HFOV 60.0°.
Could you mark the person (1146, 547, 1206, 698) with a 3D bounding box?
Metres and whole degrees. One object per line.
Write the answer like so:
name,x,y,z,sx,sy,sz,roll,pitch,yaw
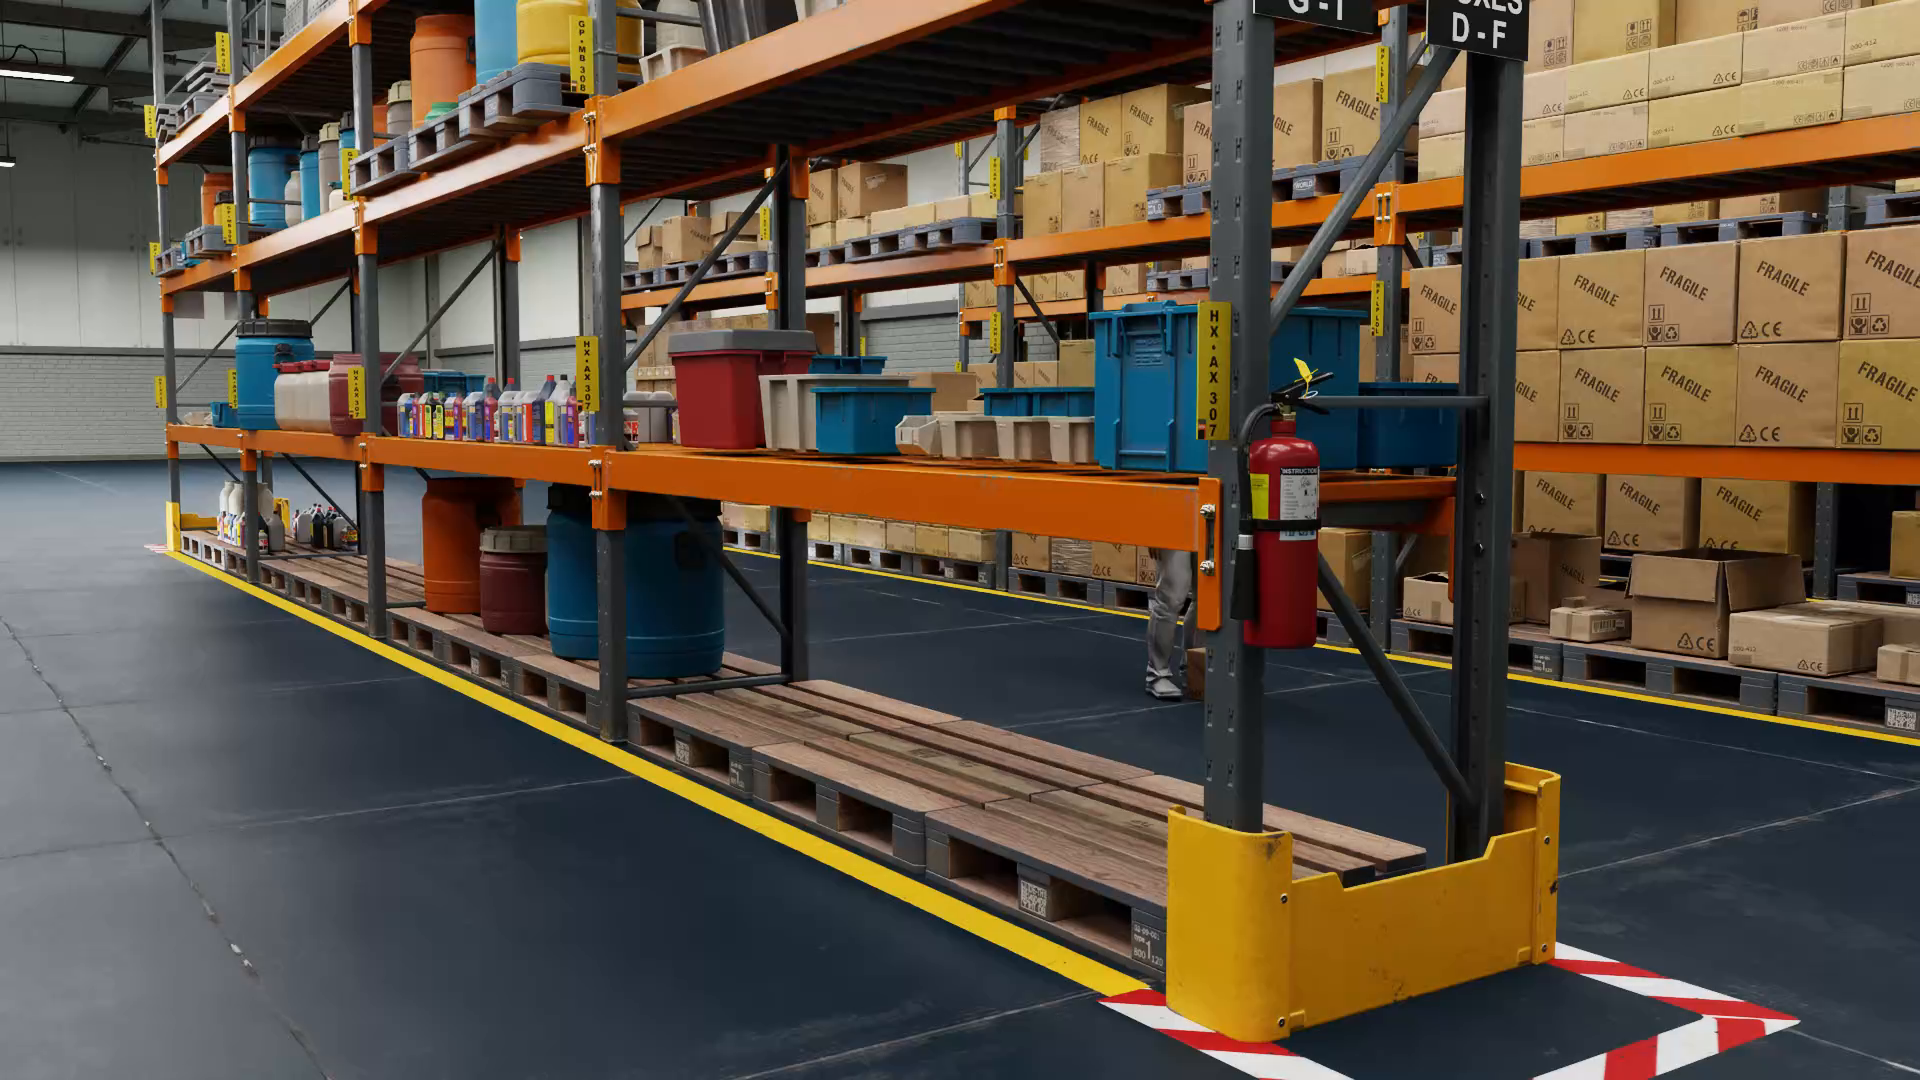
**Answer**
person,1.202,-0.074,8.652,0.626,1.757,0.458,-3,6,-34
